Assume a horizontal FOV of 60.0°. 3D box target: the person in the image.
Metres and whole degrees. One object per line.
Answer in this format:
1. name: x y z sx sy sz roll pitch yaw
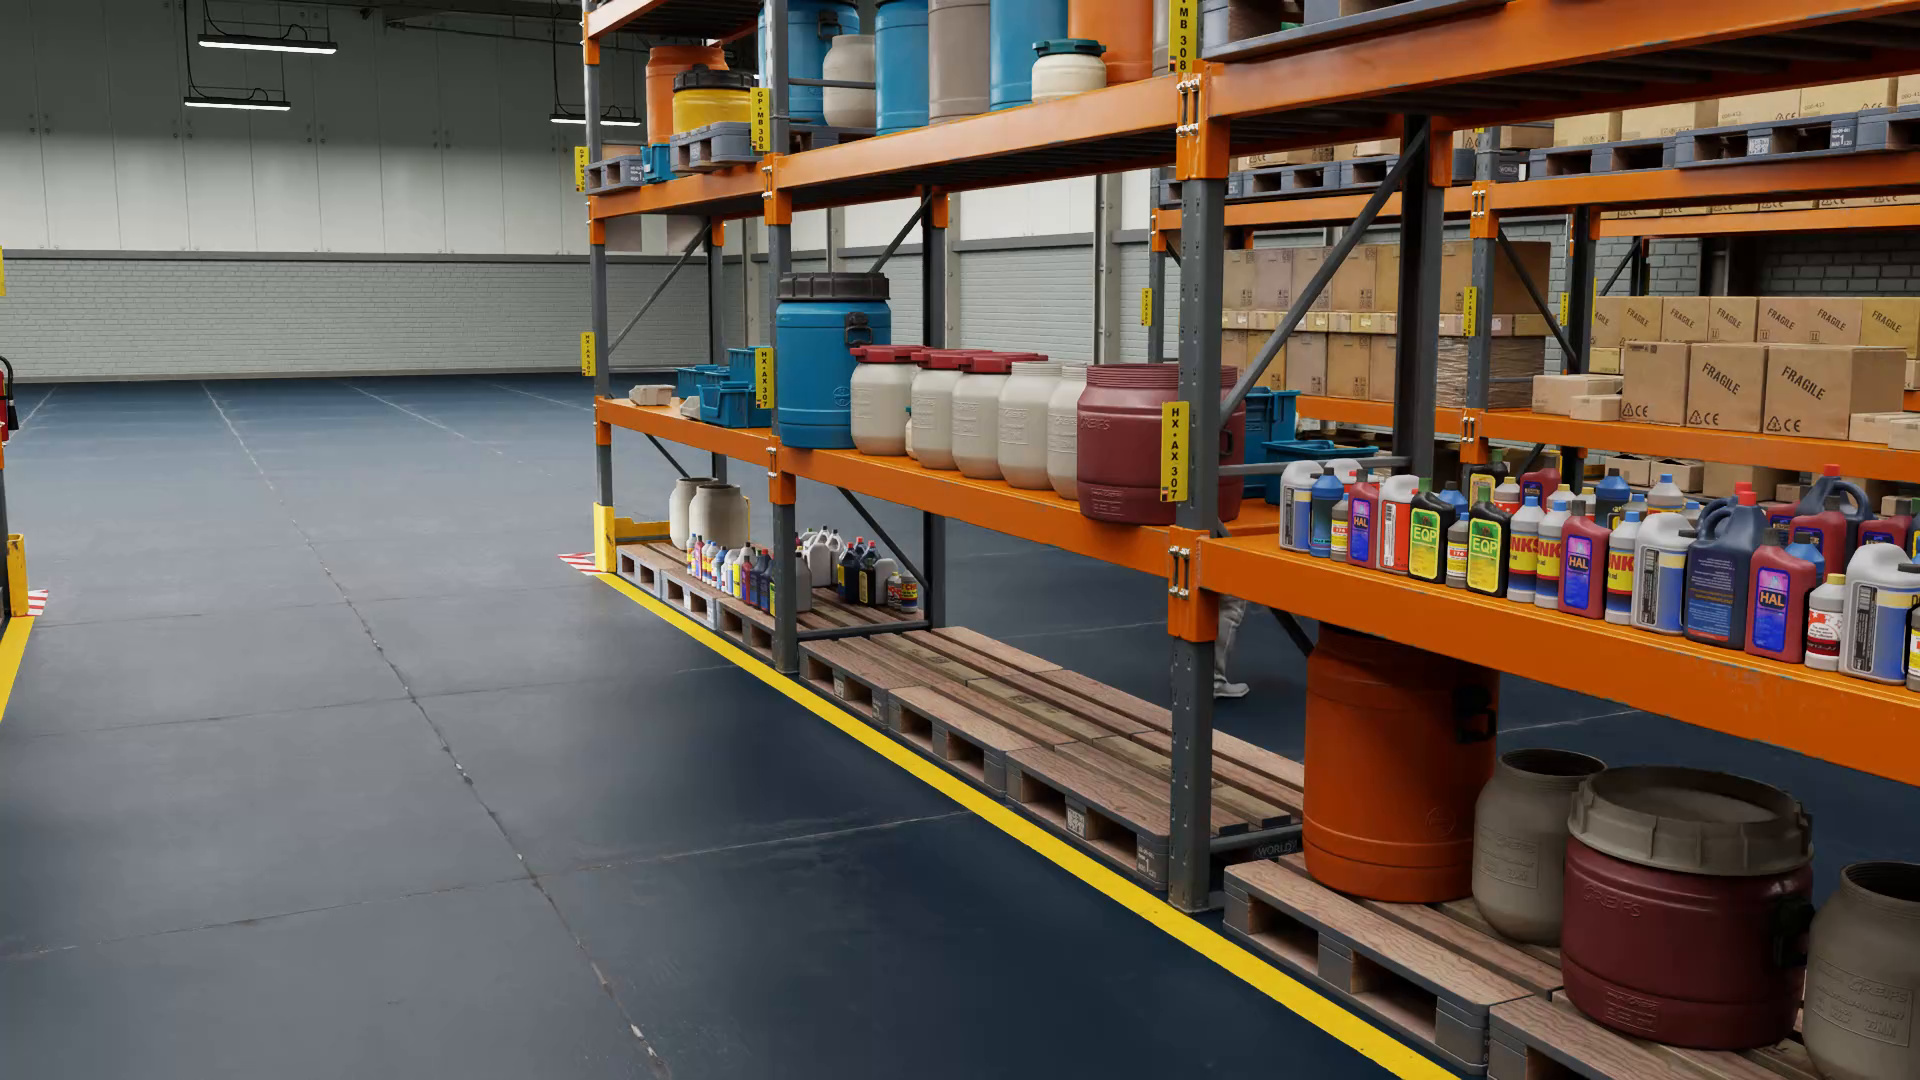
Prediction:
1. person: 1.451 0.025 8.806 0.799 1.554 0.477 -4 10 -27
